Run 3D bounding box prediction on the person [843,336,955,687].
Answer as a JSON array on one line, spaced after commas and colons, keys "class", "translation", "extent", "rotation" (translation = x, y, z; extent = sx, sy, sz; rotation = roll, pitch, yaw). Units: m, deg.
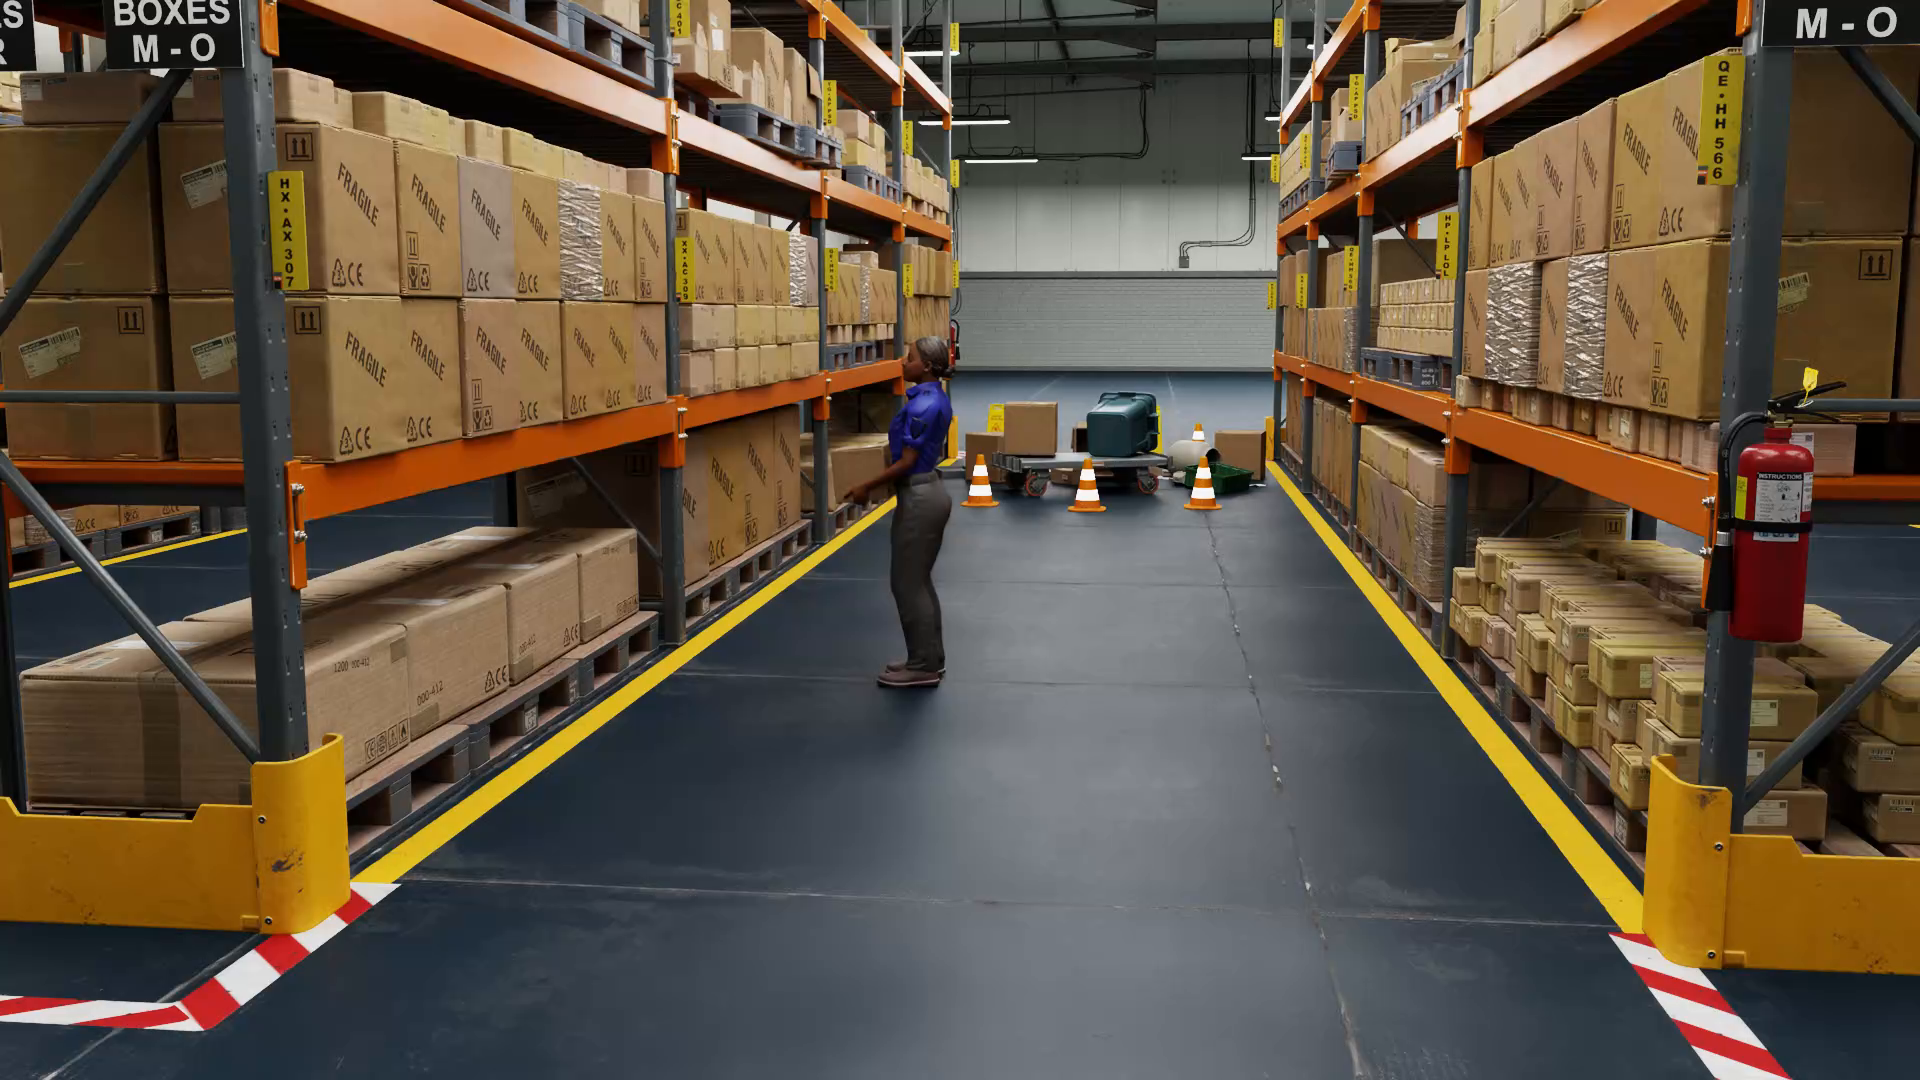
[{"class": "person", "translation": [-0.276, -0.140, 7.888], "extent": [0.514, 1.646, 0.449], "rotation": [1, 8, 6]}]
